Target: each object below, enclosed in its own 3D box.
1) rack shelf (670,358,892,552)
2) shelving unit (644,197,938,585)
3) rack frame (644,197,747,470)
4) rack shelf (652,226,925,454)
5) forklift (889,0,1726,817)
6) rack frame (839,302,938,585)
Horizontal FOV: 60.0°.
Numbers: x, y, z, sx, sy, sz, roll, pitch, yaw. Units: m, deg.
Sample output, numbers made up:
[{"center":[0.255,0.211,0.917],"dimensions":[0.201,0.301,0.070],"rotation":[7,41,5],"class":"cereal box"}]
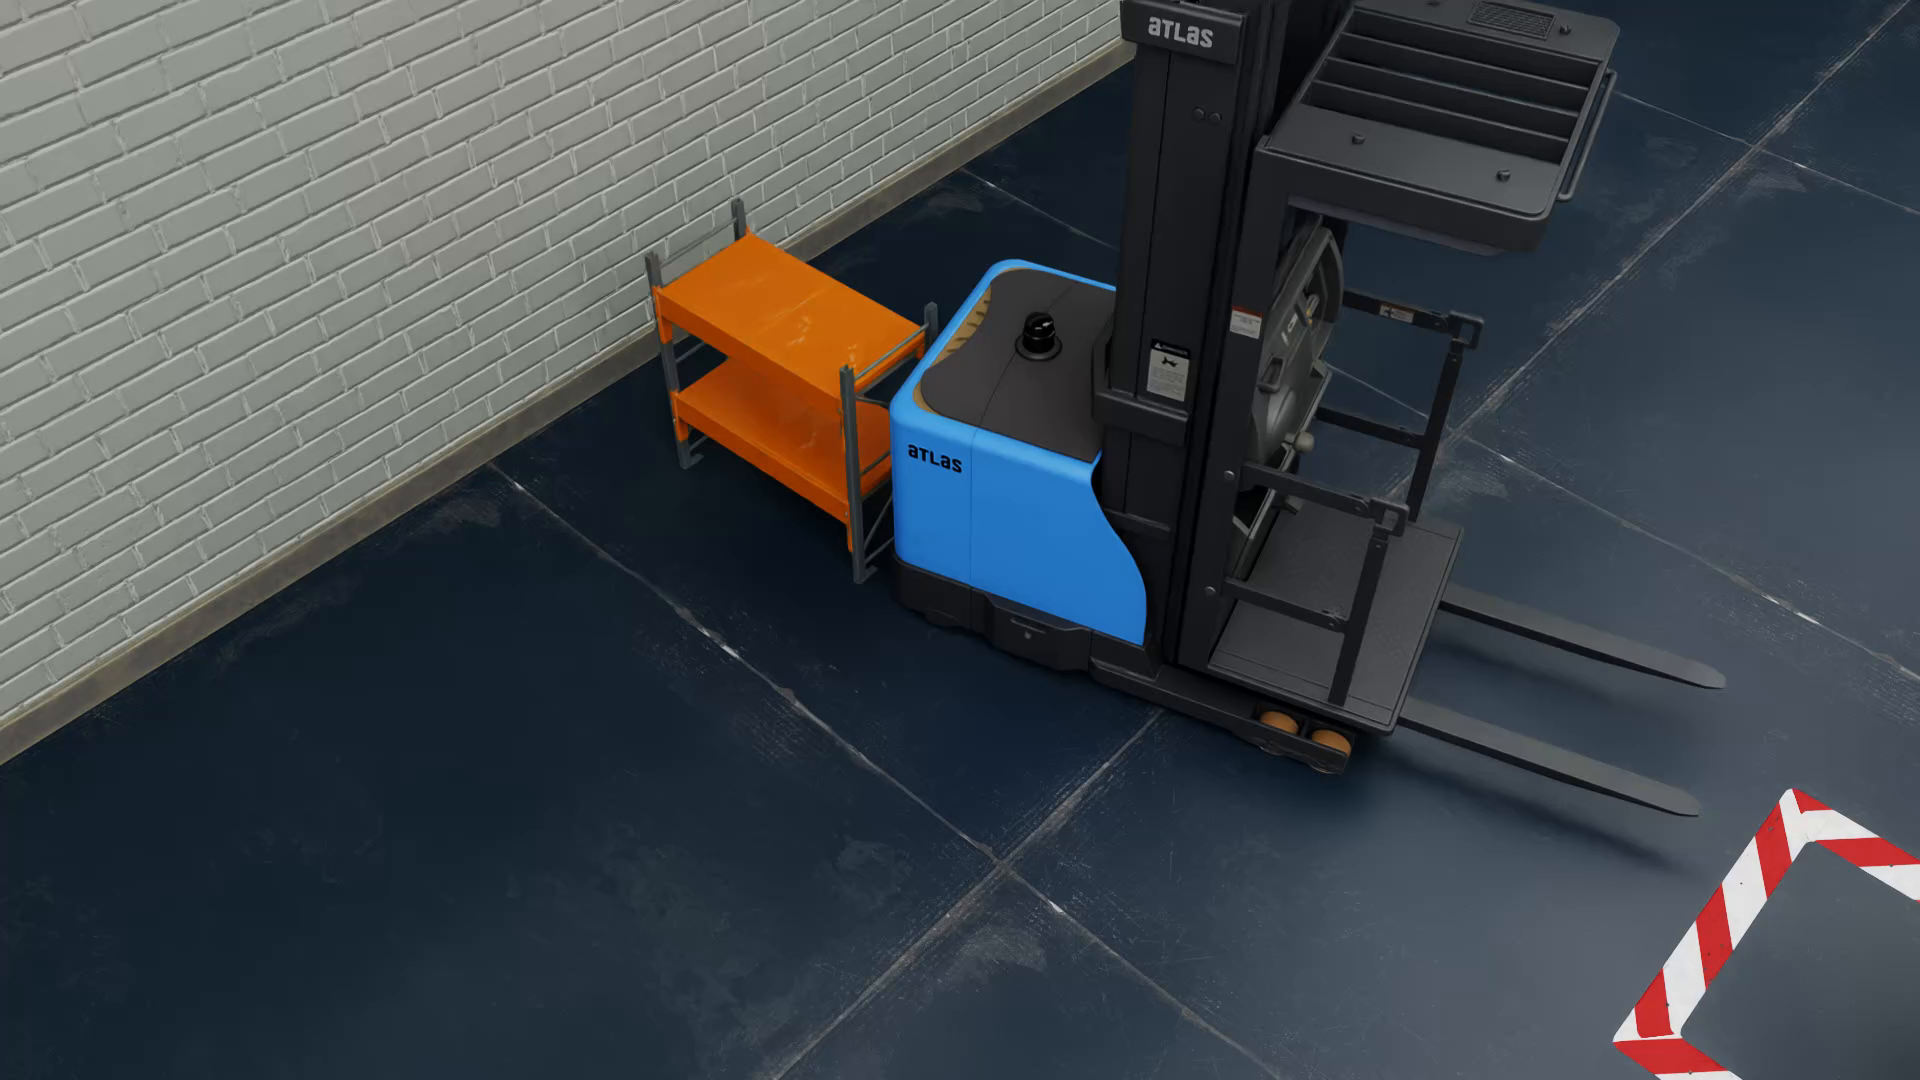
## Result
[{"center":[-0.642,-0.423,6.819],"dimensions":[1.000,0.278,0.538],"rotation":[32,54,26],"class":"rack shelf"},{"center":[-0.642,-0.590,6.641],"dimensions":[1.048,1.125,0.538],"rotation":[32,54,26],"class":"shelving unit"},{"center":[-1.030,-0.830,6.866],"dimensions":[0.032,1.125,0.500],"rotation":[32,54,26],"class":"rack frame"},{"center":[-0.642,-0.790,6.427],"dimensions":[1.000,0.278,0.538],"rotation":[32,54,26],"class":"rack shelf"},{"center":[1.292,-0.599,5.410],"dimensions":[3.031,2.935,1.130],"rotation":[19,50,17],"class":"forklift"},{"center":[-0.255,-0.350,6.415],"dimensions":[0.032,1.125,0.500],"rotation":[32,54,26],"class":"rack frame"}]
